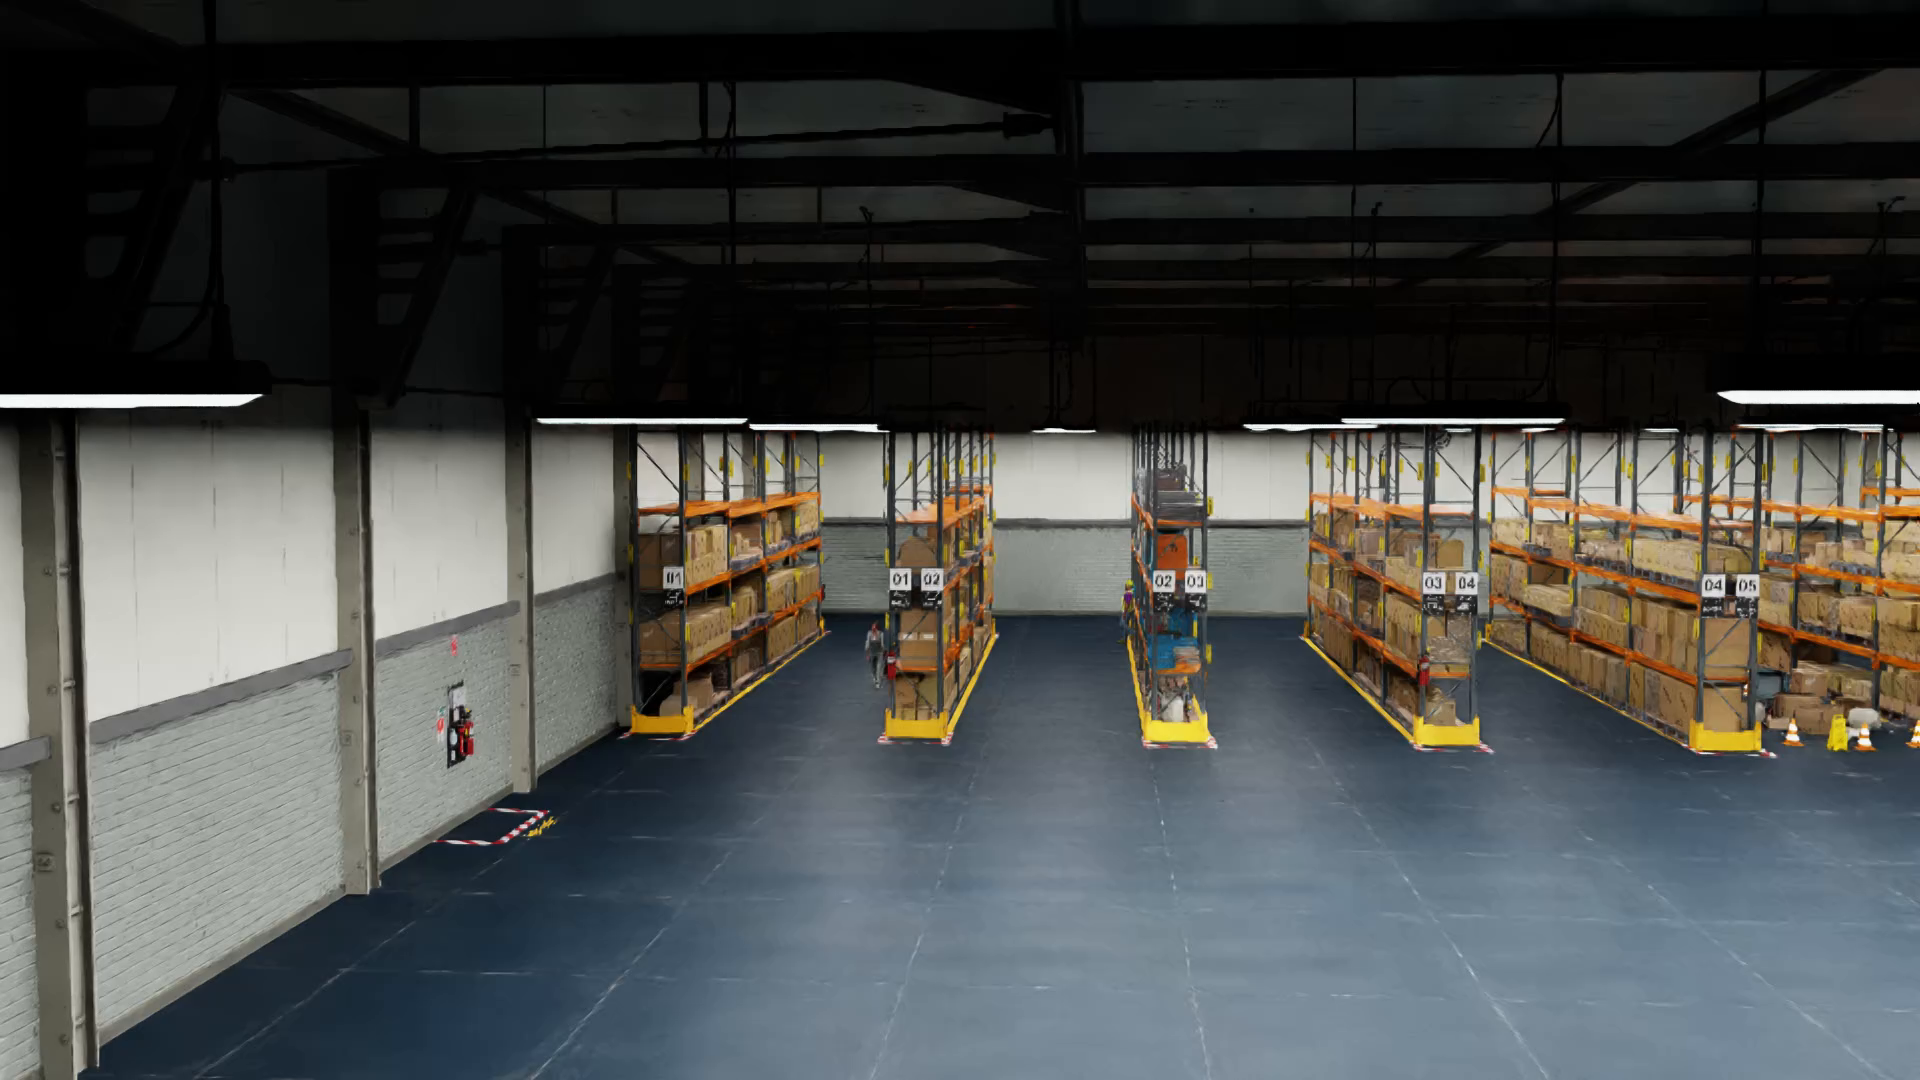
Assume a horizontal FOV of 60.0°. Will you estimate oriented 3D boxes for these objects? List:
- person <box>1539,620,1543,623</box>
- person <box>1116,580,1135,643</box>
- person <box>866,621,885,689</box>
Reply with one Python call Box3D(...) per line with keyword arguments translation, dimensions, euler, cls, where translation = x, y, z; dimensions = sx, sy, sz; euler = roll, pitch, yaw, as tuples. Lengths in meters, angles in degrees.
Box3D(translation=(17.328, 1.682, 50.091), dimensions=(0.593, 1.744, 0.943), euler=(2, 4, 32), cls="person")
Box3D(translation=(4.568, 1.961, 45.598), dimensions=(0.582, 1.760, 0.737), euler=(1, 4, 11), cls="person")
Box3D(translation=(-1.924, 2.569, 37.620), dimensions=(0.417, 1.517, 1.036), euler=(0, 4, 7), cls="person")
